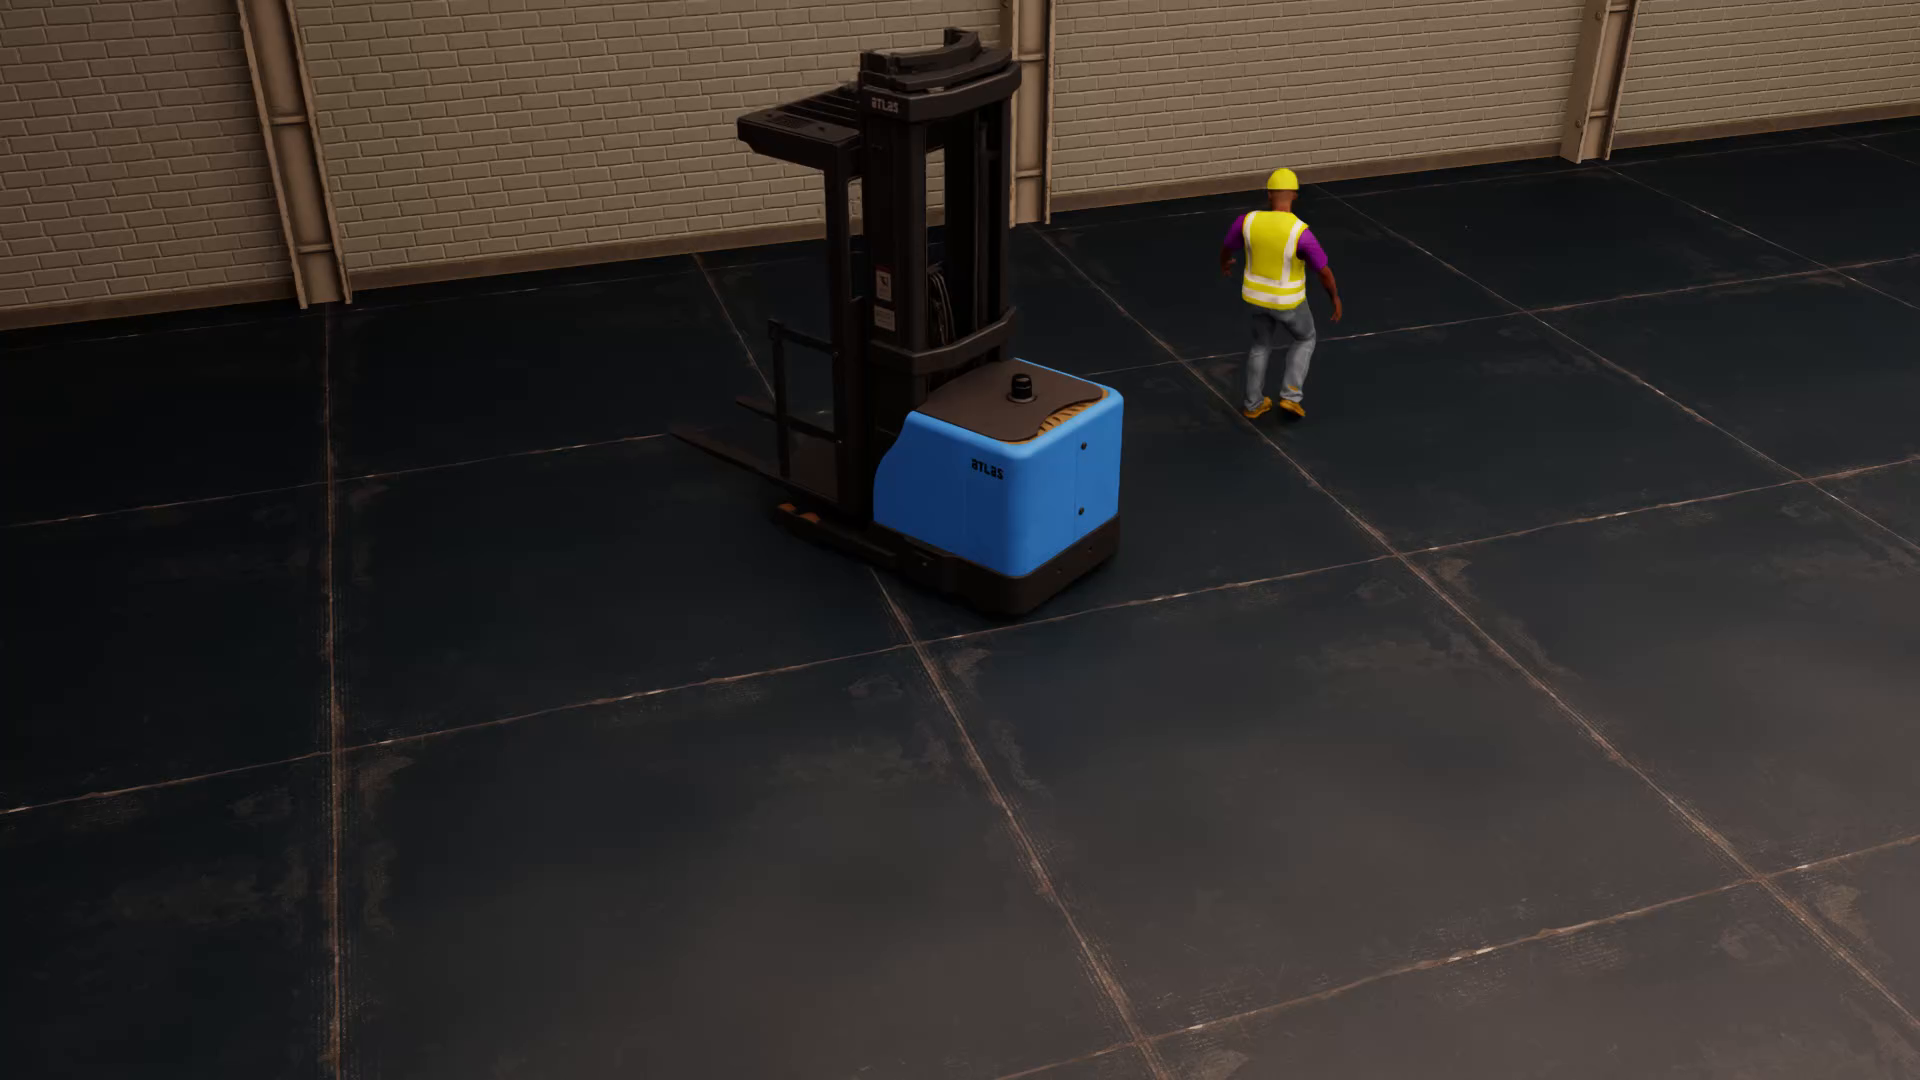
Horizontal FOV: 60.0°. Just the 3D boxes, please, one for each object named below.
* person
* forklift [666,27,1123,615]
[{"bbox_3d":[2.109,-1.634,11.153,0.918,1.775,0.501,21,36,32],"label":"person"},{"bbox_3d":[-0.530,-1.451,9.609,3.031,2.935,1.130,22,36,33],"label":"forklift"}]
